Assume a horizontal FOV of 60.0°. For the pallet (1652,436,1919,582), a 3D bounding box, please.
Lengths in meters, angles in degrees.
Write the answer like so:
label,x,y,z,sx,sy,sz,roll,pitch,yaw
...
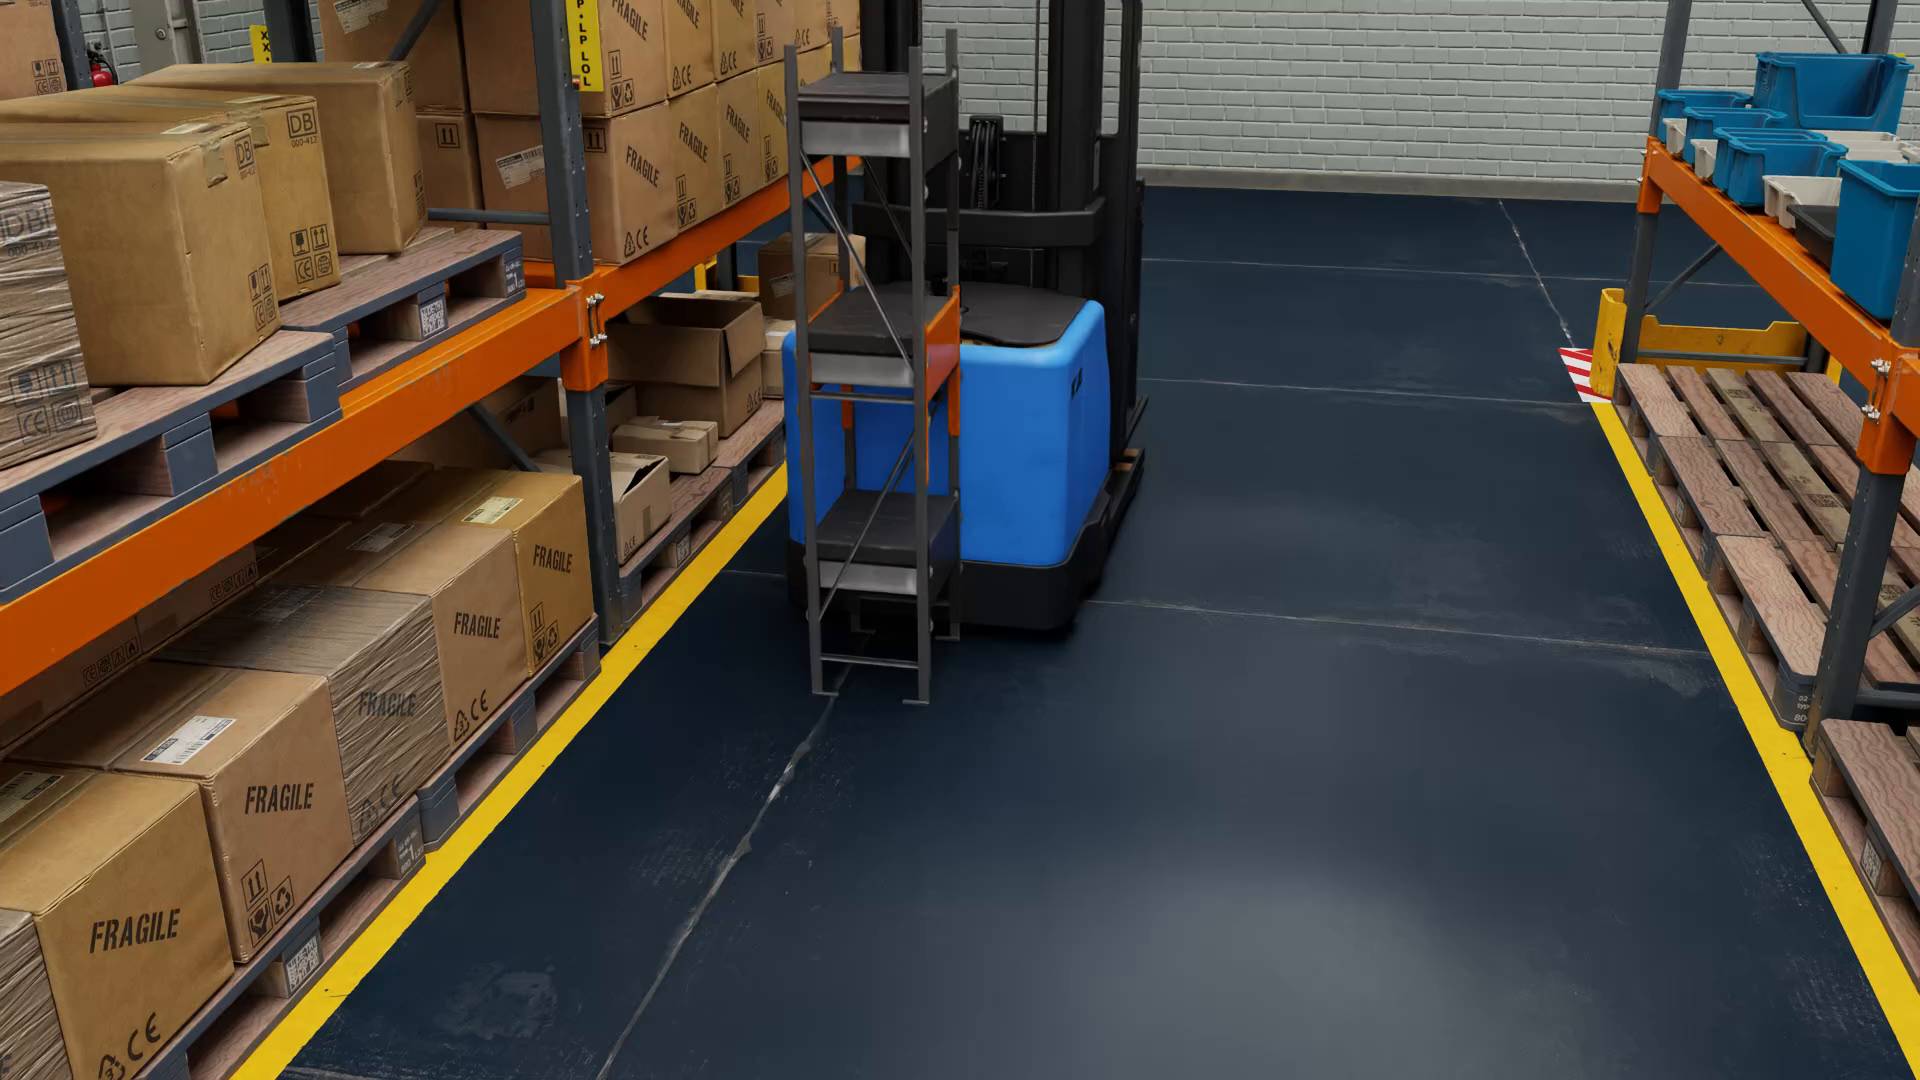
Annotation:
label,x,y,z,sx,sy,sz,roll,pitch,yaw
pallet,3.494,-0.114,6.854,1.003,0.211,1.213,4,22,11

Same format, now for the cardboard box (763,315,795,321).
label,x,y,z,sx,sy,sz,roll,pitch,yaw
cardboard box,-0.937,-1.061,8.676,0.380,0.166,0.250,4,22,11

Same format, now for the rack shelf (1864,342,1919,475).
label,x,y,z,sx,sy,sz,roll,pitch,yaw
rack shelf,2.728,0.377,2.865,1.077,0.370,4.000,4,22,11

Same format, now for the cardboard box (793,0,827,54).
label,x,y,z,sx,sy,sz,roll,pitch,yaw
cardboard box,-0.922,-2.482,7.528,0.500,0.500,0.500,5,22,12

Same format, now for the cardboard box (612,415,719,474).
label,x,y,z,sx,sy,sz,roll,pitch,yaw
cardboard box,-1.249,-0.411,7.062,0.380,0.166,0.250,4,22,11

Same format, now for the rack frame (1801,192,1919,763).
label,x,y,z,sx,sy,sz,roll,pitch,yaw
rack frame,3.136,-0.688,4.547,1.000,3.000,0.127,4,22,11

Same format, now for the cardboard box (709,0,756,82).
label,x,y,z,sx,sy,sz,roll,pitch,yaw
cardboard box,-1.131,-2.105,6.592,0.500,0.500,0.500,4,22,9

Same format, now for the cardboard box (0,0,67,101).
label,x,y,z,sx,sy,sz,roll,pitch,yaw
cardboard box,-5.841,-2.858,9.533,0.980,0.700,0.700,5,23,13

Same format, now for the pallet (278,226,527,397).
label,x,y,z,sx,sy,sz,roll,pitch,yaw
pallet,-1.983,-0.694,4.819,1.003,0.211,1.213,4,22,11

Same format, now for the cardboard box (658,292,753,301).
label,x,y,z,sx,sy,sz,roll,pitch,yaw
cardboard box,-1.387,-1.098,8.657,0.500,0.250,0.500,4,22,11

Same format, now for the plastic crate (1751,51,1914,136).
label,x,y,z,sx,sy,sz,roll,pitch,yaw
plastic crate,4.066,-2.058,7.822,0.616,0.435,0.499,4,22,11

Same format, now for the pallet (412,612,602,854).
label,x,y,z,sx,sy,sz,roll,pitch,yaw
pallet,-1.842,0.527,5.263,1.003,0.211,1.213,4,22,11

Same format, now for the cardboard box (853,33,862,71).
label,x,y,z,sx,sy,sz,roll,pitch,yaw
cardboard box,-0.721,-2.392,8.643,0.500,0.500,0.500,5,23,13

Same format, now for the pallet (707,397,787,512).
label,x,y,z,sx,sy,sz,roll,pitch,yaw
pallet,-1.325,-0.472,7.743,1.003,0.211,1.213,4,22,11

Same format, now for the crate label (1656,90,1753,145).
label,x,y,z,sx,sy,sz,roll,pitch,yaw
crate label,3.579,-2.036,8.037,0.416,0.233,0.303,4,22,11

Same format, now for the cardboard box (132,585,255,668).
label,x,y,z,sx,sy,sz,roll,pitch,yaw
cardboard box,-2.257,0.425,4.540,0.500,0.500,0.500,5,22,12

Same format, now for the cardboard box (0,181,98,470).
label,x,y,z,sx,sy,sz,roll,pitch,yaw
cardboard box,-2.137,-0.404,3.146,0.700,0.500,0.500,9,24,21

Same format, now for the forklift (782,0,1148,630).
label,x,y,z,sx,sy,sz,roll,pitch,yaw
forklift,0.213,-1.561,6.806,1.130,2.935,3.031,5,23,13

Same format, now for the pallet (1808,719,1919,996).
label,x,y,z,sx,sy,sz,roll,pitch,yaw
pallet,2.937,0.884,4.375,1.003,0.211,1.213,4,22,11

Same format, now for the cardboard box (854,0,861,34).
label,x,y,z,sx,sy,sz,roll,pitch,yaw
cardboard box,-0.718,-2.856,8.458,0.500,0.500,0.500,4,22,10

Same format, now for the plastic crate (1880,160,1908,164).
label,x,y,z,sx,sy,sz,roll,pitch,yaw
plastic crate,3.814,-1.426,6.652,0.298,0.136,0.250,4,22,11

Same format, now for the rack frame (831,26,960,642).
label,x,y,z,sx,sy,sz,roll,pitch,yaw
rack frame,-0.201,-0.621,5.558,0.400,2.100,0.015,5,24,11

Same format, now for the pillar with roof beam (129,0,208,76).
label,x,y,z,sx,sy,sz,roll,pitch,yaw
pillar with roof beam,-1.828,-6.414,10.734,9.100,9.000,0.400,4,22,11

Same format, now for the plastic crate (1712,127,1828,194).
label,x,y,z,sx,sy,sz,roll,pitch,yaw
plastic crate,3.310,-1.554,6.842,0.416,0.233,0.300,4,22,11

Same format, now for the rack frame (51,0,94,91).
label,x,y,z,sx,sy,sz,roll,pitch,yaw
rack frame,-5.747,-2.906,10.054,1.000,3.000,0.127,4,22,11

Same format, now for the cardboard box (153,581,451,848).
label,x,y,z,sx,sy,sz,roll,pitch,yaw
cardboard box,-1.745,0.454,4.468,0.500,0.500,0.500,5,22,12

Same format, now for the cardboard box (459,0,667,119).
label,x,y,z,sx,sy,sz,roll,pitch,yaw
cardboard box,-1.341,-1.728,5.657,0.500,0.500,0.500,5,22,12

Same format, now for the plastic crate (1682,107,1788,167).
label,x,y,z,sx,sy,sz,roll,pitch,yaw
plastic crate,3.445,-1.795,7.439,0.416,0.233,0.300,4,22,11

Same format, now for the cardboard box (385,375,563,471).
label,x,y,z,sx,sy,sz,roll,pitch,yaw
cardboard box,-1.874,-0.342,6.444,0.500,0.500,0.500,4,22,11

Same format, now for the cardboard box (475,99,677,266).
label,x,y,z,sx,sy,sz,roll,pitch,yaw
cardboard box,-1.342,-1.279,5.880,0.500,0.500,0.500,5,22,12

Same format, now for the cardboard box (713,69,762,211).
label,x,y,z,sx,sy,sz,roll,pitch,yaw
cardboard box,-1.136,-1.649,6.800,0.500,0.500,0.500,4,22,11

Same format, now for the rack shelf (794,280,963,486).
label,x,y,z,sx,sy,sz,roll,pitch,yaw
rack shelf,-0.251,-0.515,5.343,0.431,0.518,0.480,5,24,11

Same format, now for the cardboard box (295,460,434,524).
label,x,y,z,sx,sy,sz,roll,pitch,yaw
cardboard box,-2.050,0.047,5.479,0.500,0.500,0.500,3,22,8

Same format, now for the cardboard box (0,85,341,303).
label,x,y,z,sx,sy,sz,roll,pitch,yaw
cardboard box,-2.107,-0.896,4.366,0.700,0.500,0.500,8,23,19

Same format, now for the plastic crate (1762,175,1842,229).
label,x,y,z,sx,sy,sz,roll,pitch,yaw
plastic crate,3.197,-1.253,6.223,0.293,0.136,0.466,4,22,11

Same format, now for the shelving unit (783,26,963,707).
label,x,y,z,sx,sy,sz,roll,pitch,yaw
shelving unit,-0.251,-0.527,5.338,0.431,2.100,0.503,5,24,11

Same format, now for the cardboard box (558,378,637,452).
label,x,y,z,sx,sy,sz,roll,pitch,yaw
cardboard box,-1.721,-0.528,7.160,0.500,0.311,0.500,4,22,11

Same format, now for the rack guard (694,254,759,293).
label,x,y,z,sx,sy,sz,roll,pitch,yaw
rack guard,-0.912,-1.343,9.518,1.175,0.500,0.348,4,22,11

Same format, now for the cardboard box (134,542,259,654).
label,x,y,z,sx,sy,sz,roll,pitch,yaw
cardboard box,-2.254,0.065,4.431,0.500,0.250,0.500,5,22,11

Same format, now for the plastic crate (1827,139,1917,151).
label,x,y,z,sx,sy,sz,roll,pitch,yaw
plastic crate,3.889,-1.639,7.182,0.396,0.136,0.243,4,22,11

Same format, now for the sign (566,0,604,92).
label,x,y,z,sx,sy,sz,roll,pitch,yaw
sign,-1.169,-1.563,5.170,0.100,0.325,0.005,4,22,11

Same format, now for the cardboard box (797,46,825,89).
label,x,y,z,sx,sy,sz,roll,pitch,yaw
cardboard box,-0.931,-2.020,7.719,0.500,0.500,0.500,5,22,11

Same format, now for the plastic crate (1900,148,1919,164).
label,x,y,z,sx,sy,sz,roll,pitch,yaw
plastic crate,3.628,-1.205,5.909,0.437,0.282,0.530,4,22,11

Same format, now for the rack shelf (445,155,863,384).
label,x,y,z,sx,sy,sz,roll,pitch,yaw
rack shelf,-1.305,-1.465,7.438,1.077,0.370,4.000,4,22,11

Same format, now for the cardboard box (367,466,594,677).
label,x,y,z,sx,sy,sz,roll,pitch,yaw
cardboard box,-1.533,0.091,5.370,0.500,0.500,0.500,4,22,11

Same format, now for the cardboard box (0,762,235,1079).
label,x,y,z,sx,sy,sz,roll,pitch,yaw
cardboard box,-1.948,0.832,3.530,0.500,0.500,0.500,4,22,10

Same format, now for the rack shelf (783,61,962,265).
label,x,y,z,sx,sy,sz,roll,pitch,yaw
rack shelf,-0.254,-1.159,5.069,0.431,0.518,0.480,5,24,11

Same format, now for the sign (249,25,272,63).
label,x,y,z,sx,sy,sz,roll,pitch,yaw
sign,-2.246,-1.507,5.422,0.100,0.325,0.005,4,22,11
